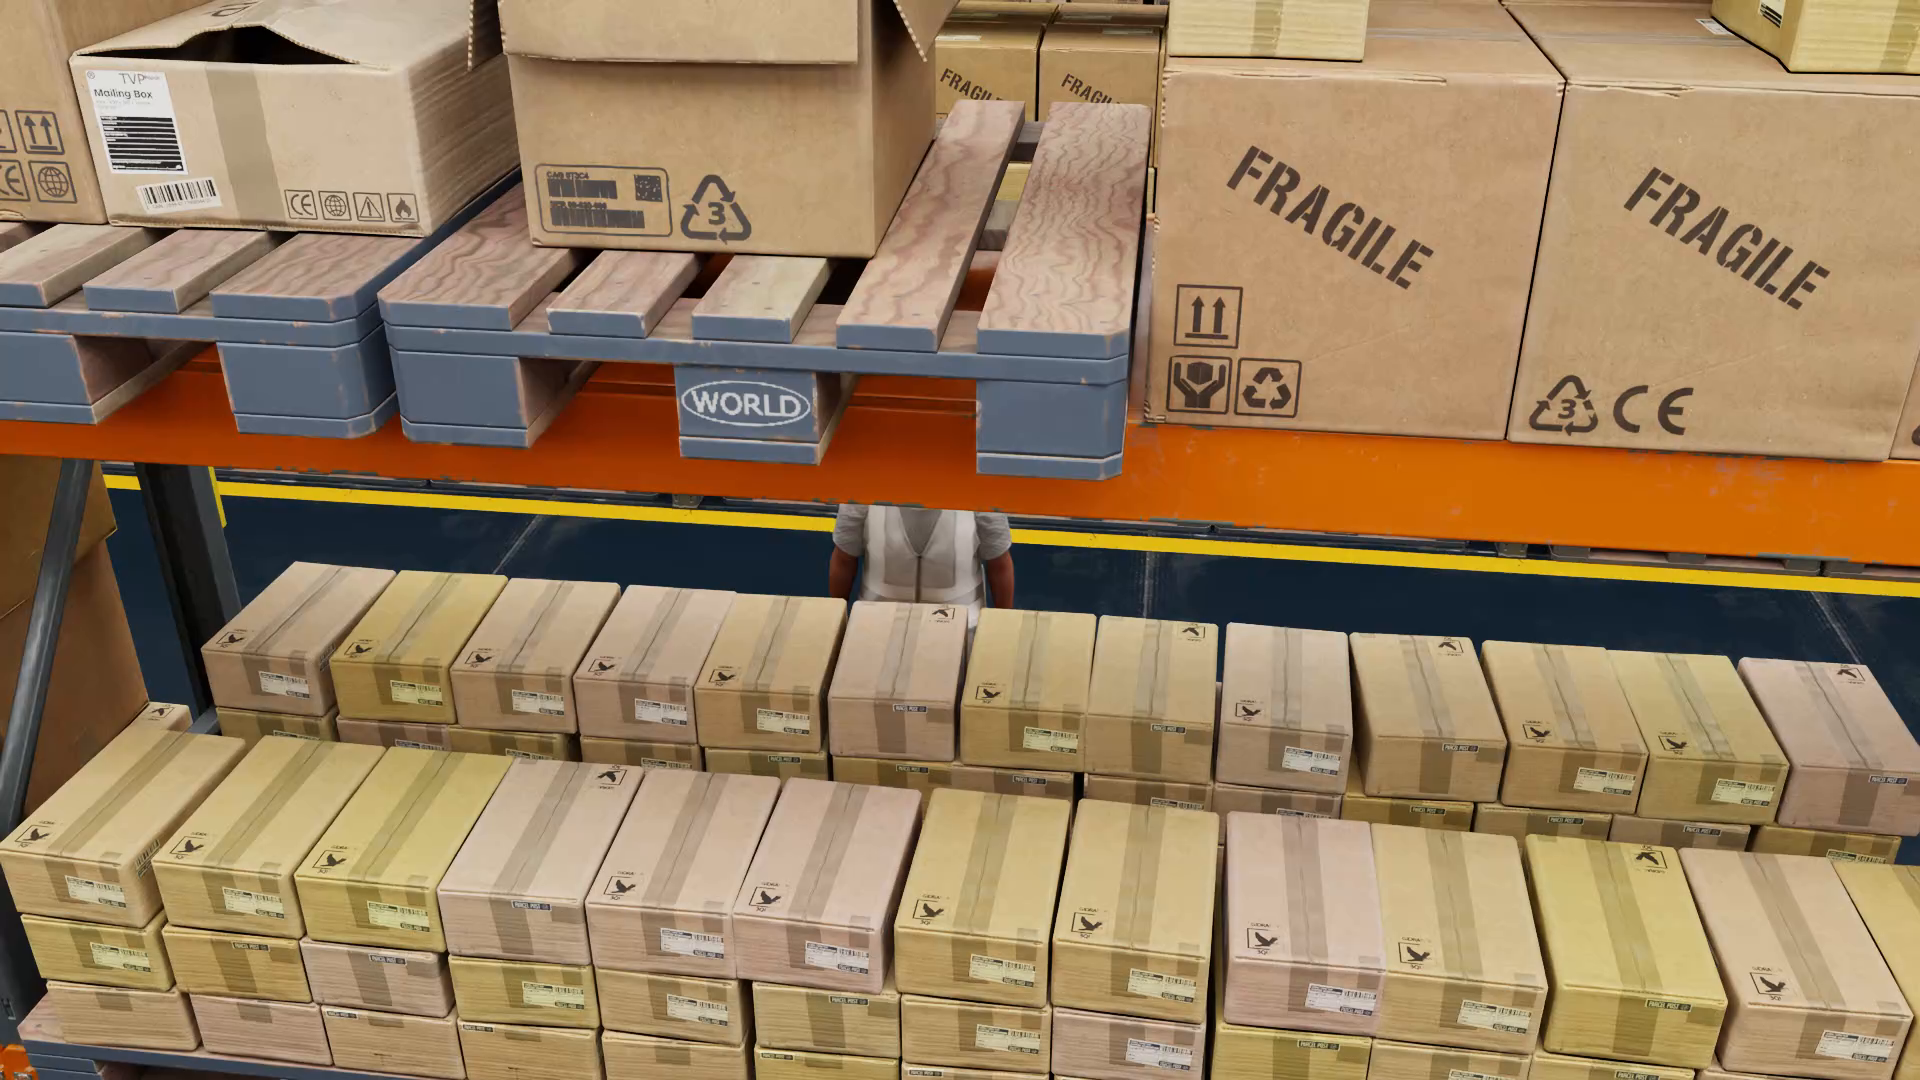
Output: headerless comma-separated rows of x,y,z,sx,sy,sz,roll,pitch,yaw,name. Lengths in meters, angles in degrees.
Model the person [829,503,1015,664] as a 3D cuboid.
-0.132,0.307,5.537,0.625,1.773,0.452,2,28,3,person
